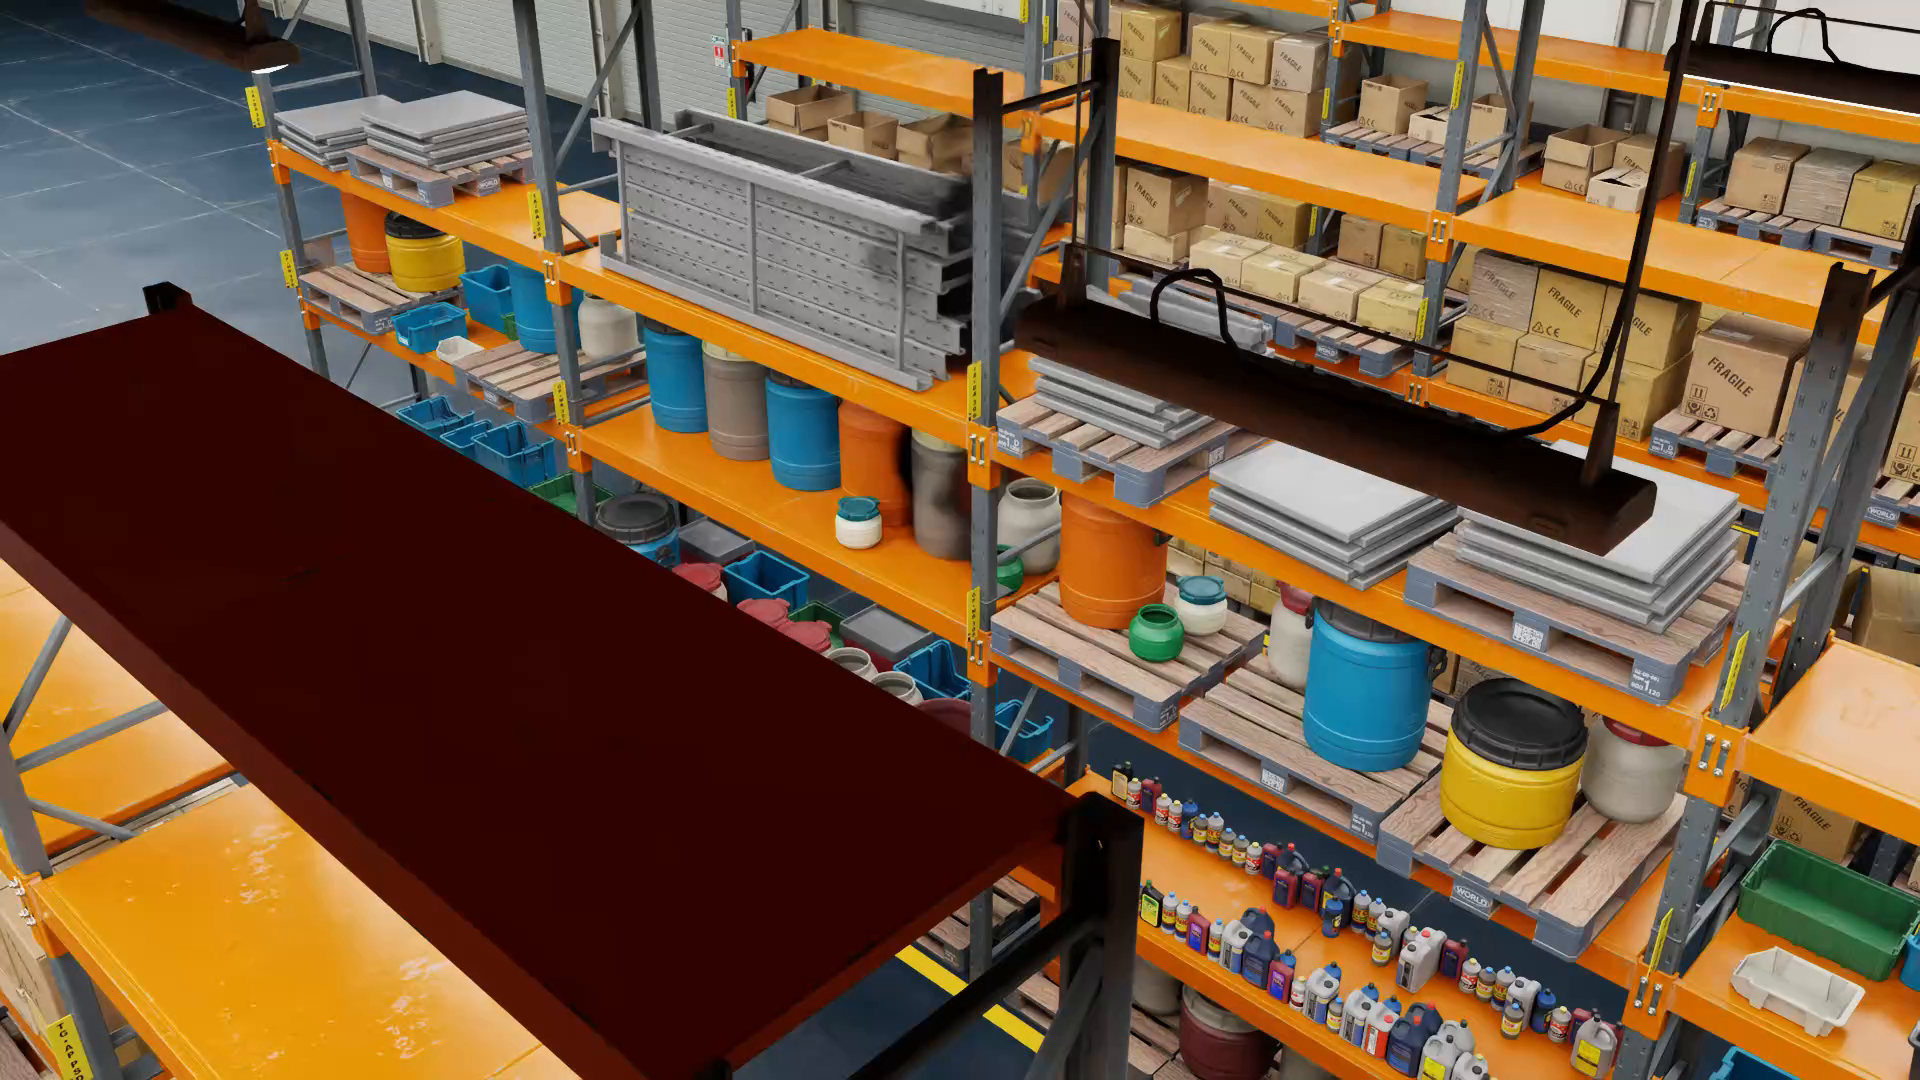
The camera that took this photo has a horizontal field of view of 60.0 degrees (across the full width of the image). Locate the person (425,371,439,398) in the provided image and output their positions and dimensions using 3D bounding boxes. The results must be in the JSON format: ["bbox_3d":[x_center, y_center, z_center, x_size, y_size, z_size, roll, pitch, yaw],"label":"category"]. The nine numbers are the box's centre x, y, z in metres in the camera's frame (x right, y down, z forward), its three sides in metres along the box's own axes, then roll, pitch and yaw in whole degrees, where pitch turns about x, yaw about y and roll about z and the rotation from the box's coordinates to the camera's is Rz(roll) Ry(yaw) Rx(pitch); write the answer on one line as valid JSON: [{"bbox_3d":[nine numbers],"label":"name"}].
[{"bbox_3d":[-5.906,-2.368,18.802,0.806,1.631,0.581,-9,31,-16],"label":"person"}]

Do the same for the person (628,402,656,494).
[{"bbox_3d":[-2.919,-0.618,15.609,0.865,1.670,0.624,24,37,35],"label":"person"}]
